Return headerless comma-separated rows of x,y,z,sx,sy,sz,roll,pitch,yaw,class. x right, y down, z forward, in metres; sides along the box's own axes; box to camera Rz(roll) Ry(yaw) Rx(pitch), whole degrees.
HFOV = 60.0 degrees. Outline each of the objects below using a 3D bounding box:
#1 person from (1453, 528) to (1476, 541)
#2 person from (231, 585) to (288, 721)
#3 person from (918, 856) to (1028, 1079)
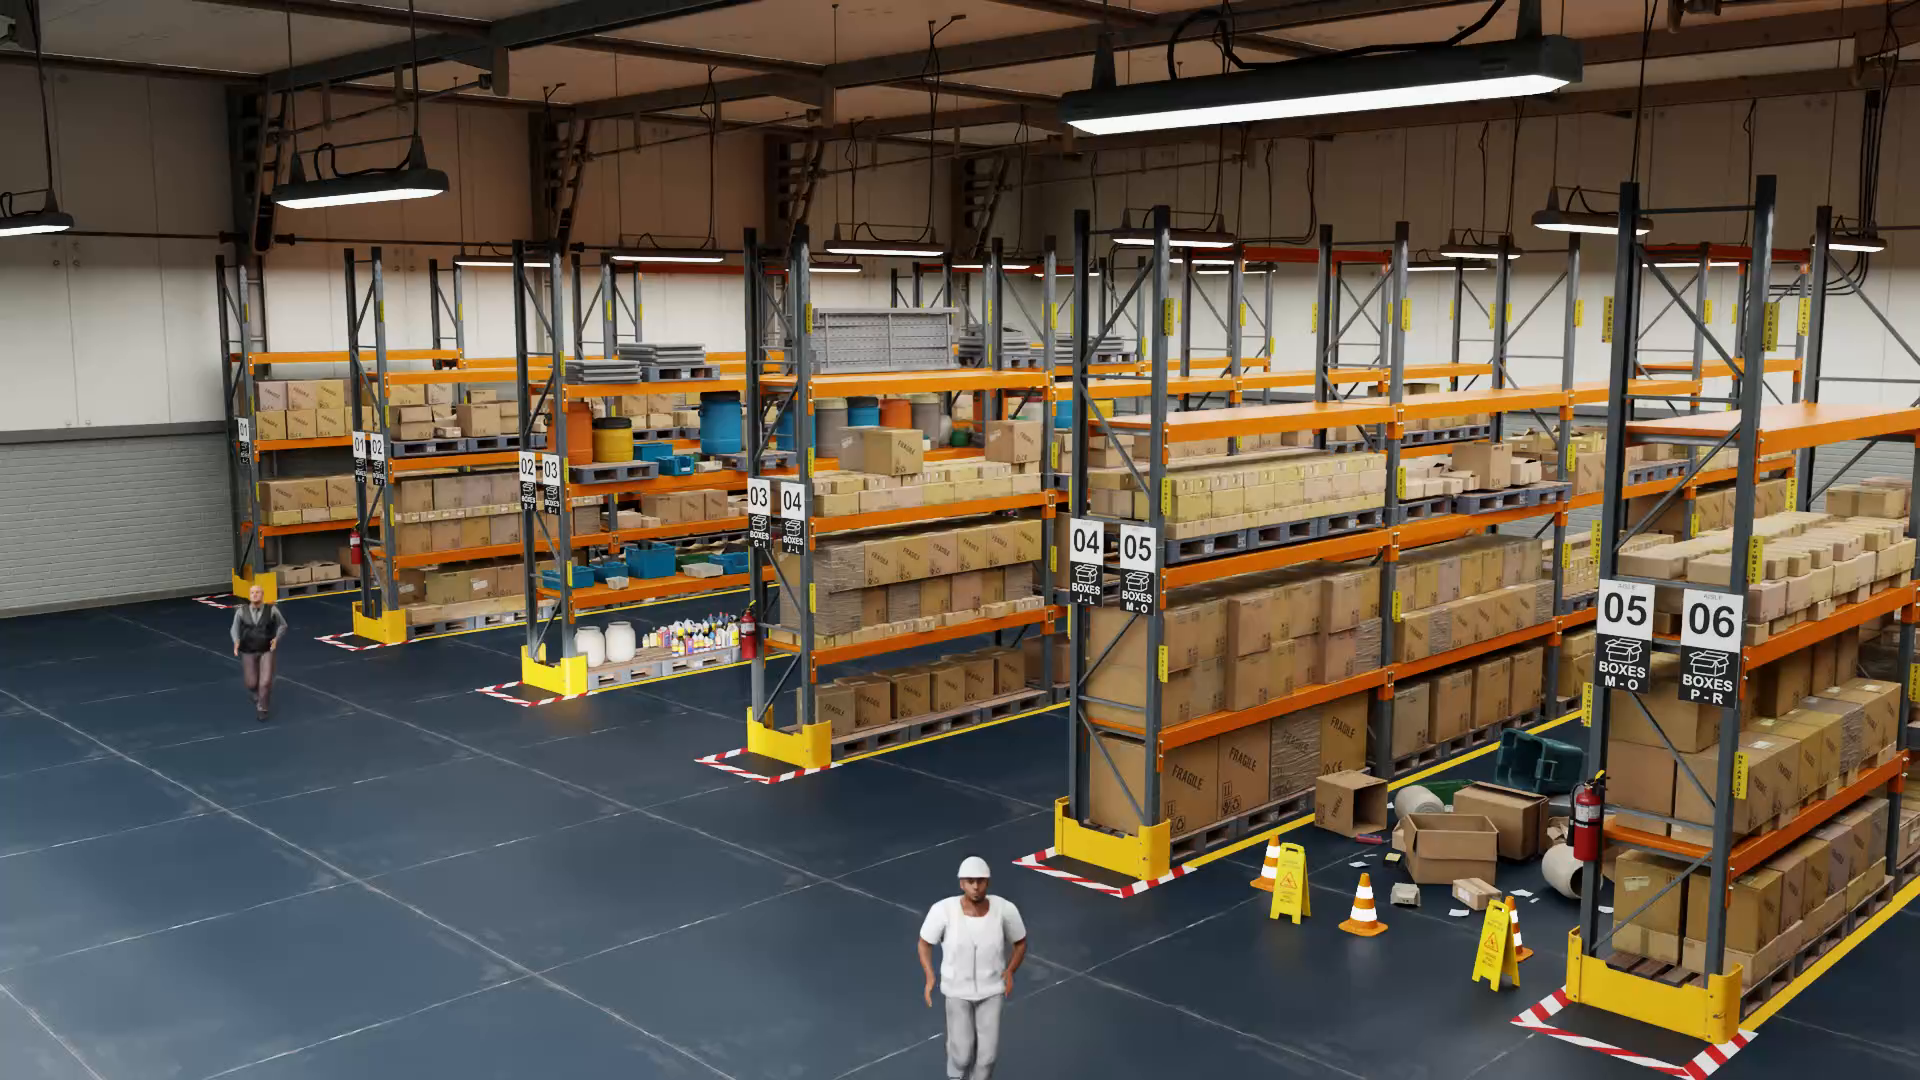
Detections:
8.115,0.562,26.549,0.714,1.737,0.674,6,10,38,person
-8.789,1.399,20.885,0.668,1.685,0.636,-2,8,-17,person
0.090,2.838,10.568,0.702,1.719,0.589,-1,8,-5,person
